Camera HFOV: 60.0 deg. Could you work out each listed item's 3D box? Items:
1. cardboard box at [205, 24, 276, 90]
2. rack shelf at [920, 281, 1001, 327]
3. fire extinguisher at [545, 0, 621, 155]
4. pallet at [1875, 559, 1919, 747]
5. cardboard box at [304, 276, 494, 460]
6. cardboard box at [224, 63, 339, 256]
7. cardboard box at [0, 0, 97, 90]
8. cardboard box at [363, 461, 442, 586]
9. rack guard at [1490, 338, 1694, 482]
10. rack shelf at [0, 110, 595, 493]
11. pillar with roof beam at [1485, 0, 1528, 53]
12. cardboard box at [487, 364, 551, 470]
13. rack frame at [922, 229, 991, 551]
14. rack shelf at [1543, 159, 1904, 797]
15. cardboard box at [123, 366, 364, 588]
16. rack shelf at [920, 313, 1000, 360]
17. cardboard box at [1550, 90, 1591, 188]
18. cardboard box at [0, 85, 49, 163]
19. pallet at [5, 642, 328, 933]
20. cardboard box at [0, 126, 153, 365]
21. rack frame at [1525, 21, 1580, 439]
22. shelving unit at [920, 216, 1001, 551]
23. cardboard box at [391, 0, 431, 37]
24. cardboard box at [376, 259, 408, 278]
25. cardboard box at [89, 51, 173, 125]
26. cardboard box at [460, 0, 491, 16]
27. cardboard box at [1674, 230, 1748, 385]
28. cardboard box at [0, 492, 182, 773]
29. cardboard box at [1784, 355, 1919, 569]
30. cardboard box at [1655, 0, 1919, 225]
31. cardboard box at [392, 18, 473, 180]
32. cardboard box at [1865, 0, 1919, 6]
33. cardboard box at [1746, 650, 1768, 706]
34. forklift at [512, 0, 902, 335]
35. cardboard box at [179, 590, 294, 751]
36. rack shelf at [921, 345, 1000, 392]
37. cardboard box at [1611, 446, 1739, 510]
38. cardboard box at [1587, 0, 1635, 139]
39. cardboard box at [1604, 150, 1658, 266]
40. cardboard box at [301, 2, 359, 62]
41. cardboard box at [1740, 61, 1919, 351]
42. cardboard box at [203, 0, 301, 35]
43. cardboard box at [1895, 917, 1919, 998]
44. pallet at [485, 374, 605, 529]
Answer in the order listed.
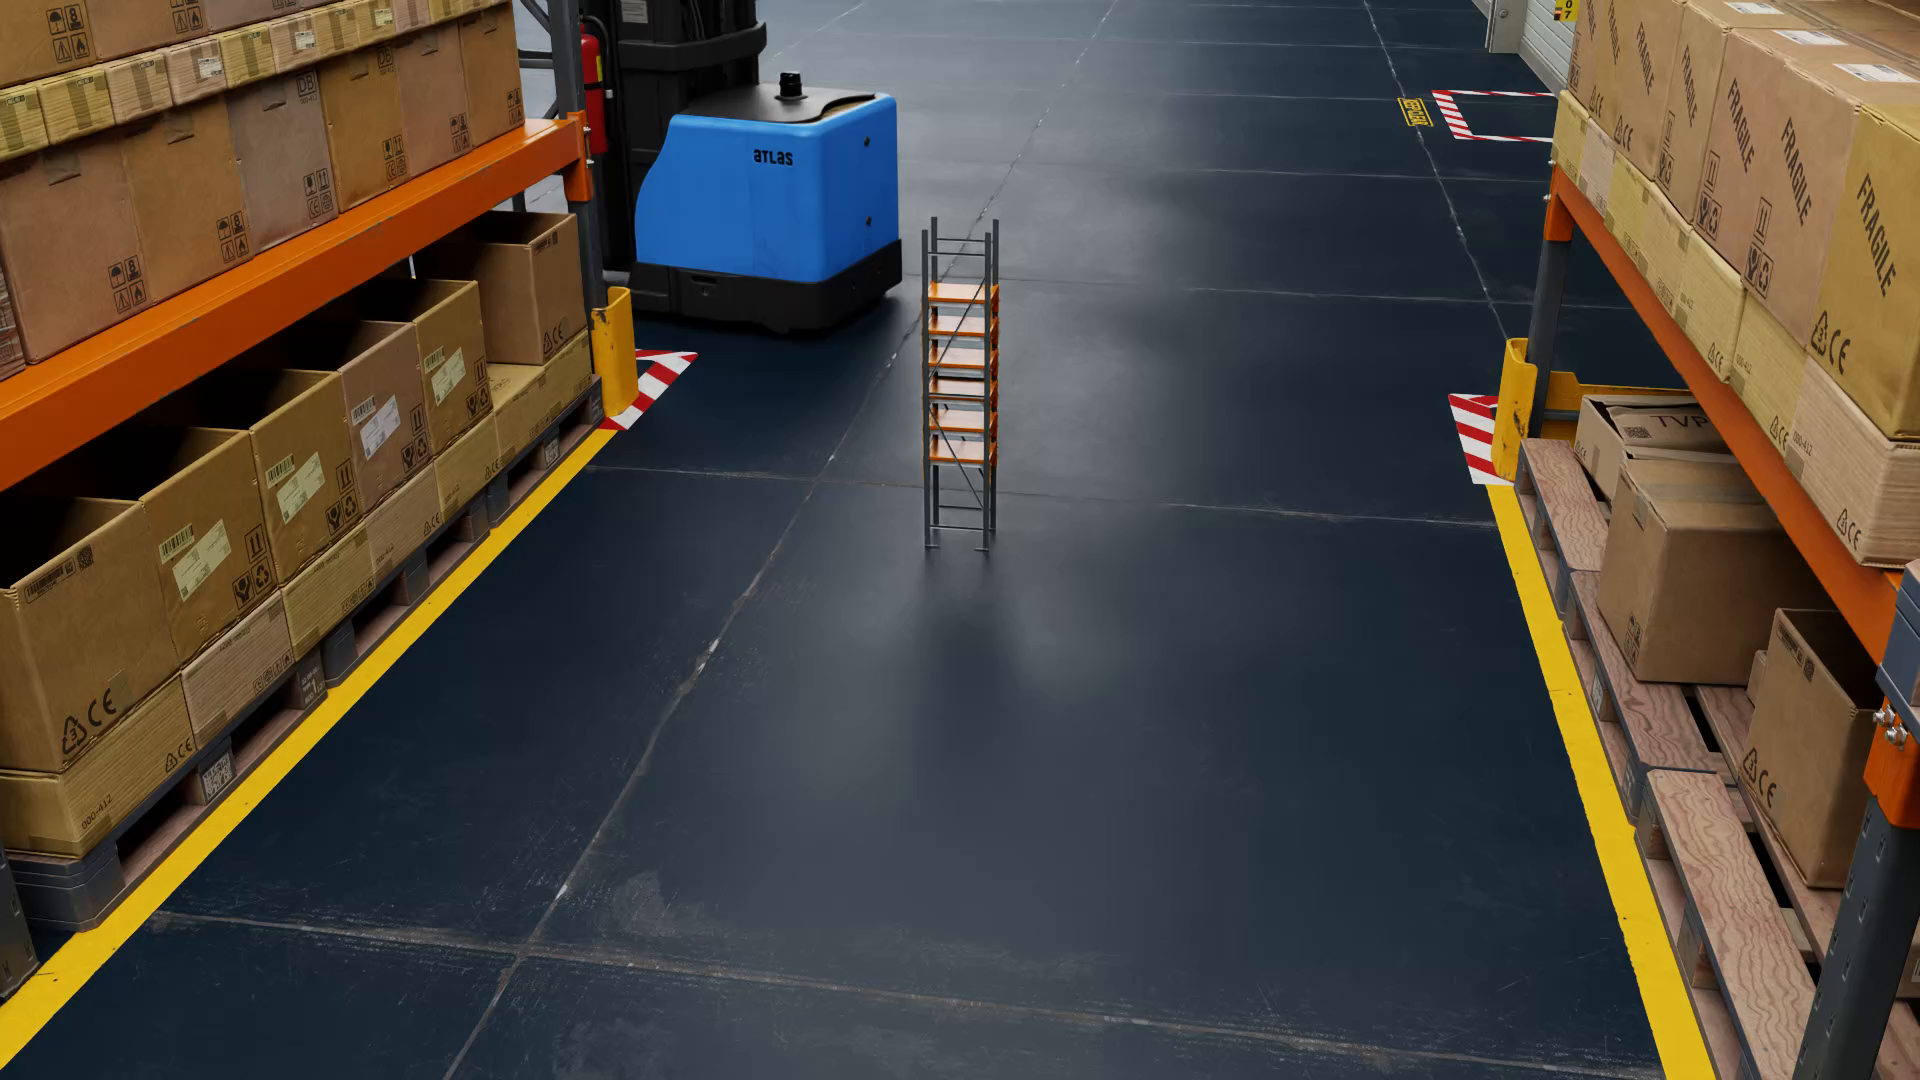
[{"bbox_3d":[-2.248,-1.417,4.855,0.380,0.149,0.250,4,25,8],"label":"cardboard box"},{"bbox_3d":[0.002,-0.835,5.875,0.258,0.103,0.180,4,25,9],"label":"rack shelf"},{"bbox_3d":[-1.601,-1.986,7.045,0.296,0.674,0.183,4,25,9],"label":"fire extinguisher"},{"bbox_3d":[1.887,0.408,2.067,1.003,0.211,1.213,4,25,9],"label":"pallet"},{"bbox_3d":[-2.022,-0.624,5.908,0.500,0.500,0.500,4,25,9],"label":"cardboard box"},{"bbox_3d":[-2.418,-1.207,5.172,0.700,0.500,0.500,5,26,10],"label":"cardboard box"},{"bbox_3d":[-2.585,-1.361,3.970,0.700,0.500,0.500,4,25,8],"label":"cardboard box"},{"bbox_3d":[-2.108,-0.075,5.621,0.500,0.250,0.500,4,25,9],"label":"cardboard box"},{"bbox_3d":[2.797,-0.498,6.724,1.175,0.500,0.348,4,25,9],"label":"rack guard"},{"bbox_3d":[-2.406,-0.841,5.357,1.077,0.370,4.000,4,25,9],"label":"rack shelf"},{"bbox_3d":[1.262,-9.343,15.596,9.100,9.000,0.400,4,25,9],"label":"pillar with roof beam"},{"bbox_3d":[-1.945,-0.494,6.514,0.500,0.250,0.500,4,25,9],"label":"cardboard box"},{"bbox_3d":[-0.013,-0.511,5.927,0.240,1.200,0.006,4,25,9],"label":"rack frame"},{"bbox_3d":[2.482,-0.499,4.627,1.077,0.370,4.000,4,25,9],"label":"rack shelf"},{"bbox_3d":[-2.184,-0.205,5.014,0.500,0.500,0.500,4,25,9],"label":"cardboard box"},{"bbox_3d":[0.002,-0.727,5.926,0.258,0.103,0.180,4,25,9],"label":"rack shelf"},{"bbox_3d":[2.416,-1.421,5.900,0.500,0.250,0.500,3,25,7],"label":"cardboard box"},{"bbox_3d":[-2.416,-0.982,3.926,0.380,0.149,0.250,3,25,7],"label":"cardboard box"},{"bbox_3d":[-2.561,0.603,4.713,1.003,0.211,1.213,4,25,9],"label":"pallet"},{"bbox_3d":[-2.586,-0.783,4.266,0.700,0.500,0.500,4,25,8],"label":"cardboard box"},{"bbox_3d":[2.809,-1.662,6.262,1.000,3.000,0.127,4,25,9],"label":"rack frame"},{"bbox_3d":[0.002,-0.549,6.009,0.258,1.200,0.189,4,25,9],"label":"shelving unit"},{"bbox_3d":[-2.080,-1.848,5.776,0.380,0.149,0.250,4,25,9],"label":"cardboard box"},{"bbox_3d":[-2.466,-0.870,6.433,0.500,0.500,0.500,4,25,9],"label":"cardboard box"},{"bbox_3d":[-2.332,-1.196,4.383,0.380,0.149,0.250,3,25,7],"label":"cardboard box"},{"bbox_3d":[-1.995,-2.060,6.229,0.380,0.149,0.250,5,25,10],"label":"cardboard box"},{"bbox_3d":[2.090,-0.568,4.079,0.500,0.250,0.500,4,25,8],"label":"cardboard box"},{"bbox_3d":[-2.348,0.213,4.121,0.500,0.500,0.500,4,25,9],"label":"cardboard box"},{"bbox_3d":[1.934,-0.149,3.183,0.500,0.250,0.500,4,25,9],"label":"cardboard box"},{"bbox_3d":[2.181,-1.125,4.384,0.500,0.500,0.500,5,26,10],"label":"cardboard box"},{"bbox_3d":[-2.249,-1.634,6.085,0.700,0.500,0.500,5,25,10],"label":"cardboard box"},{"bbox_3d":[2.769,-1.304,4.767,0.500,0.500,0.500,3,25,7],"label":"cardboard box"},{"bbox_3d":[2.436,0.436,4.625,0.380,0.149,0.250,2,25,4],"label":"cardboard box"},{"bbox_3d":[-1.886,-2.755,8.678,3.031,2.935,1.130,10,27,21],"label":"forklift"},{"bbox_3d":[-2.271,0.343,4.727,0.500,0.250,0.500,4,25,9],"label":"cardboard box"},{"bbox_3d":[0.002,-0.618,5.977,0.258,0.103,0.180,4,25,9],"label":"rack shelf"},{"bbox_3d":[2.514,-0.122,5.624,0.500,0.311,0.500,6,26,13],"label":"cardboard box"},{"bbox_3d":[2.344,-1.558,5.308,0.500,0.500,0.500,4,25,9],"label":"cardboard box"},{"bbox_3d":[2.256,-0.990,4.980,0.500,0.250,0.500,4,25,8],"label":"cardboard box"},{"bbox_3d":[-2.163,-1.628,5.306,0.380,0.149,0.250,5,25,10],"label":"cardboard box"},{"bbox_3d":[2.003,-0.698,3.471,0.500,0.500,0.500,4,25,8],"label":"cardboard box"},{"bbox_3d":[-2.420,-1.779,4.864,0.700,0.500,0.500,4,25,9],"label":"cardboard box"},{"bbox_3d":[2.213,0.869,3.678,0.380,0.166,0.250,1,25,2],"label":"cardboard box"},{"bbox_3d":[-2.162,-0.418,6.893,1.003,0.211,1.213,4,25,9],"label":"pallet"}]
